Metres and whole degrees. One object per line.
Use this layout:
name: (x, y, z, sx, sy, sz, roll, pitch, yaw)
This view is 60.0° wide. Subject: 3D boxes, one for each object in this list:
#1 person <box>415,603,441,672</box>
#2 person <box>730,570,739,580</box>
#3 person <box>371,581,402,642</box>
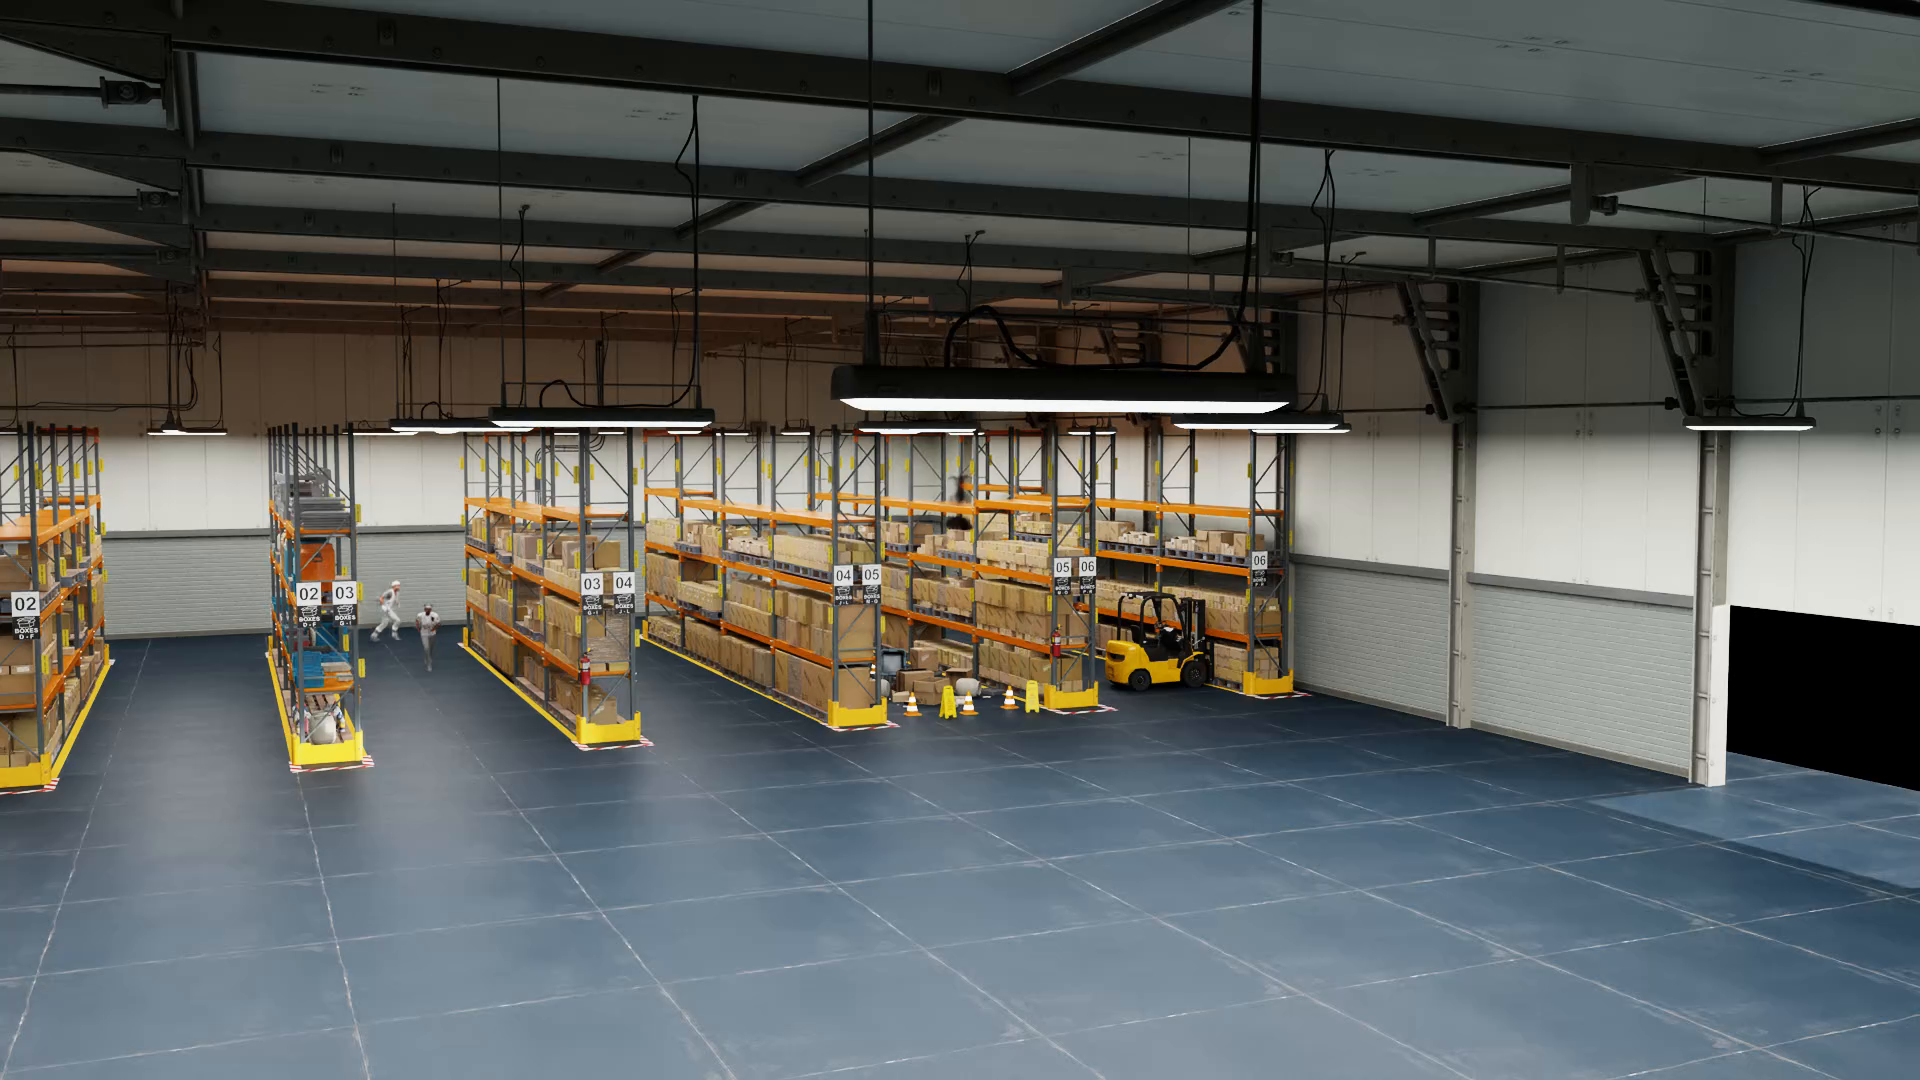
person: (-13.184, 2.384, 41.248, 0.581, 1.689, 1.011, -2, 4, -26)
person: (-6.795, 1.768, 50.298, 0.811, 1.748, 0.697, -2, 4, -29)
person: (-16.188, 2.018, 46.940, 0.861, 1.708, 0.724, 0, 3, -3)
